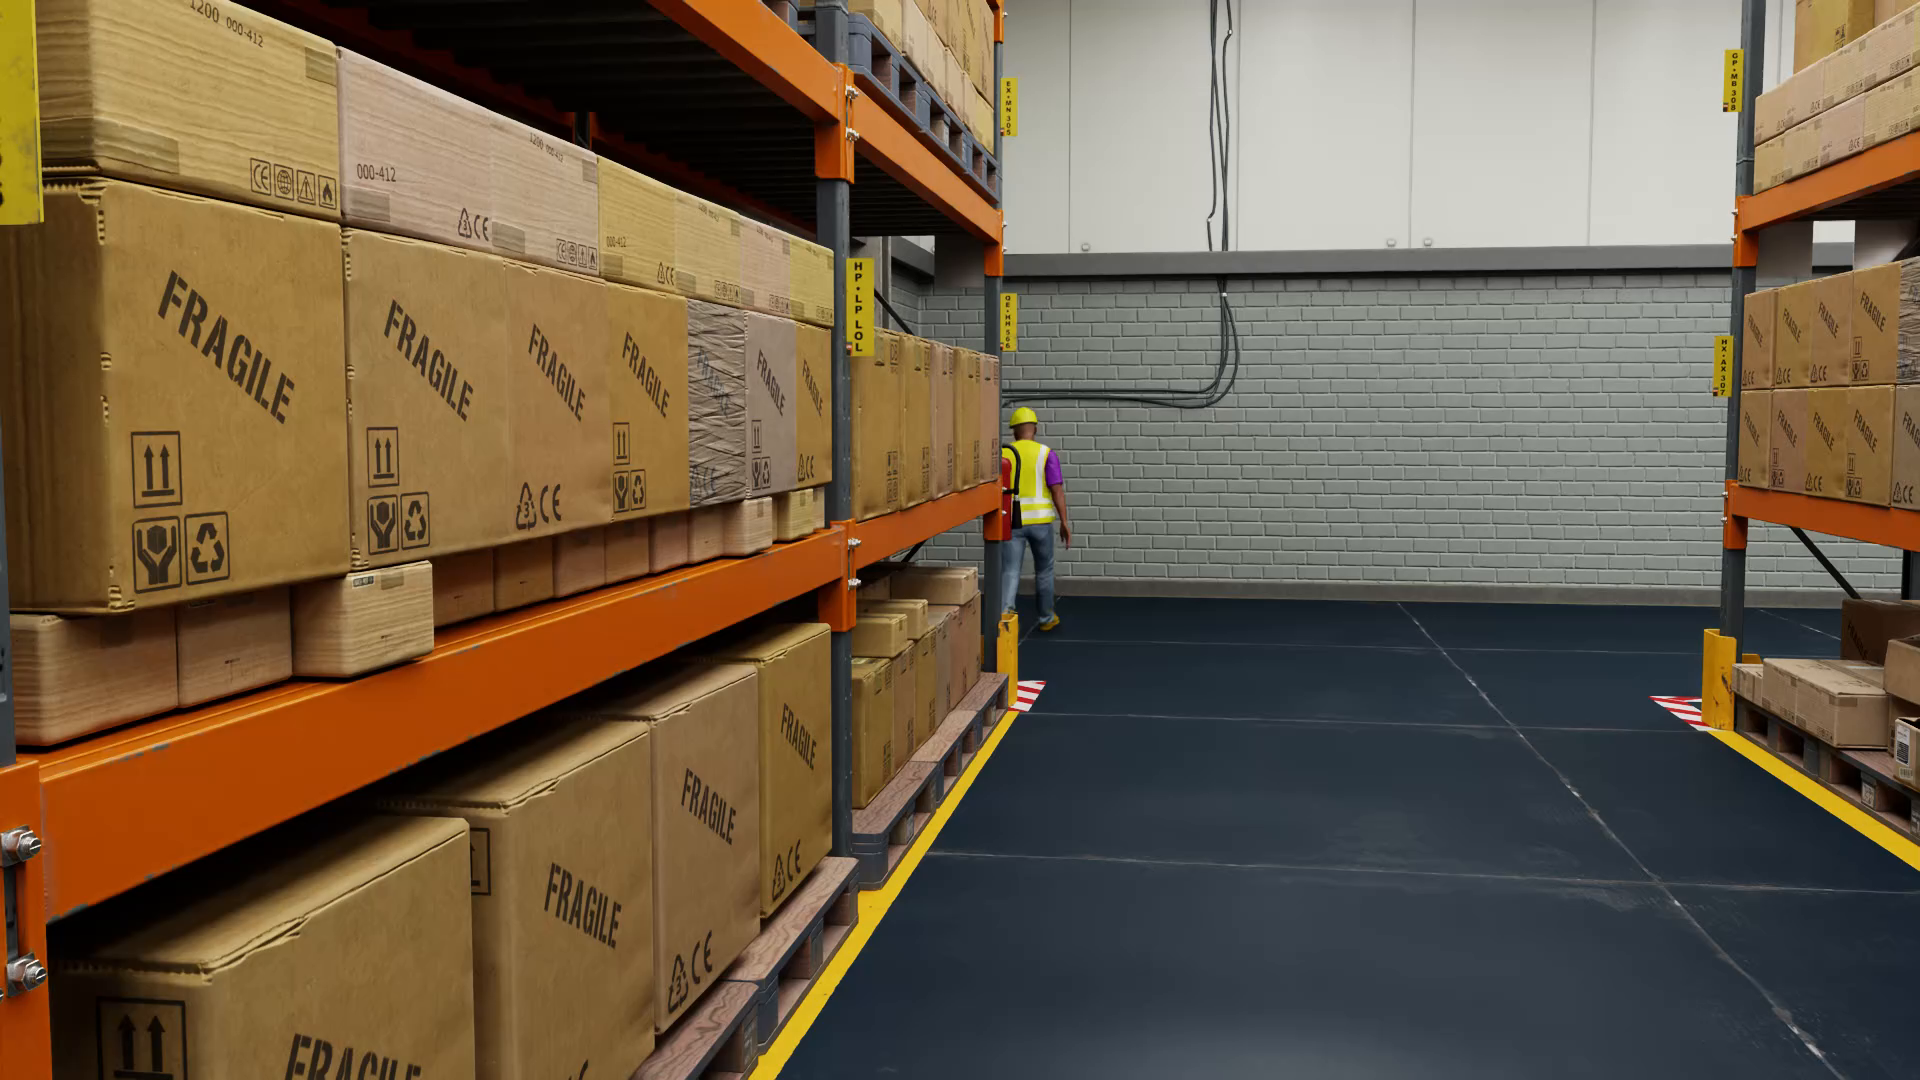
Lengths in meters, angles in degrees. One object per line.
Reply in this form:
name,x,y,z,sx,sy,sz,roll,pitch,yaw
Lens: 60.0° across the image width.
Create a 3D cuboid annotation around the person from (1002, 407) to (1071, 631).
person,0.511,-0.136,12.485,0.670,1.720,1.080,1,4,9
